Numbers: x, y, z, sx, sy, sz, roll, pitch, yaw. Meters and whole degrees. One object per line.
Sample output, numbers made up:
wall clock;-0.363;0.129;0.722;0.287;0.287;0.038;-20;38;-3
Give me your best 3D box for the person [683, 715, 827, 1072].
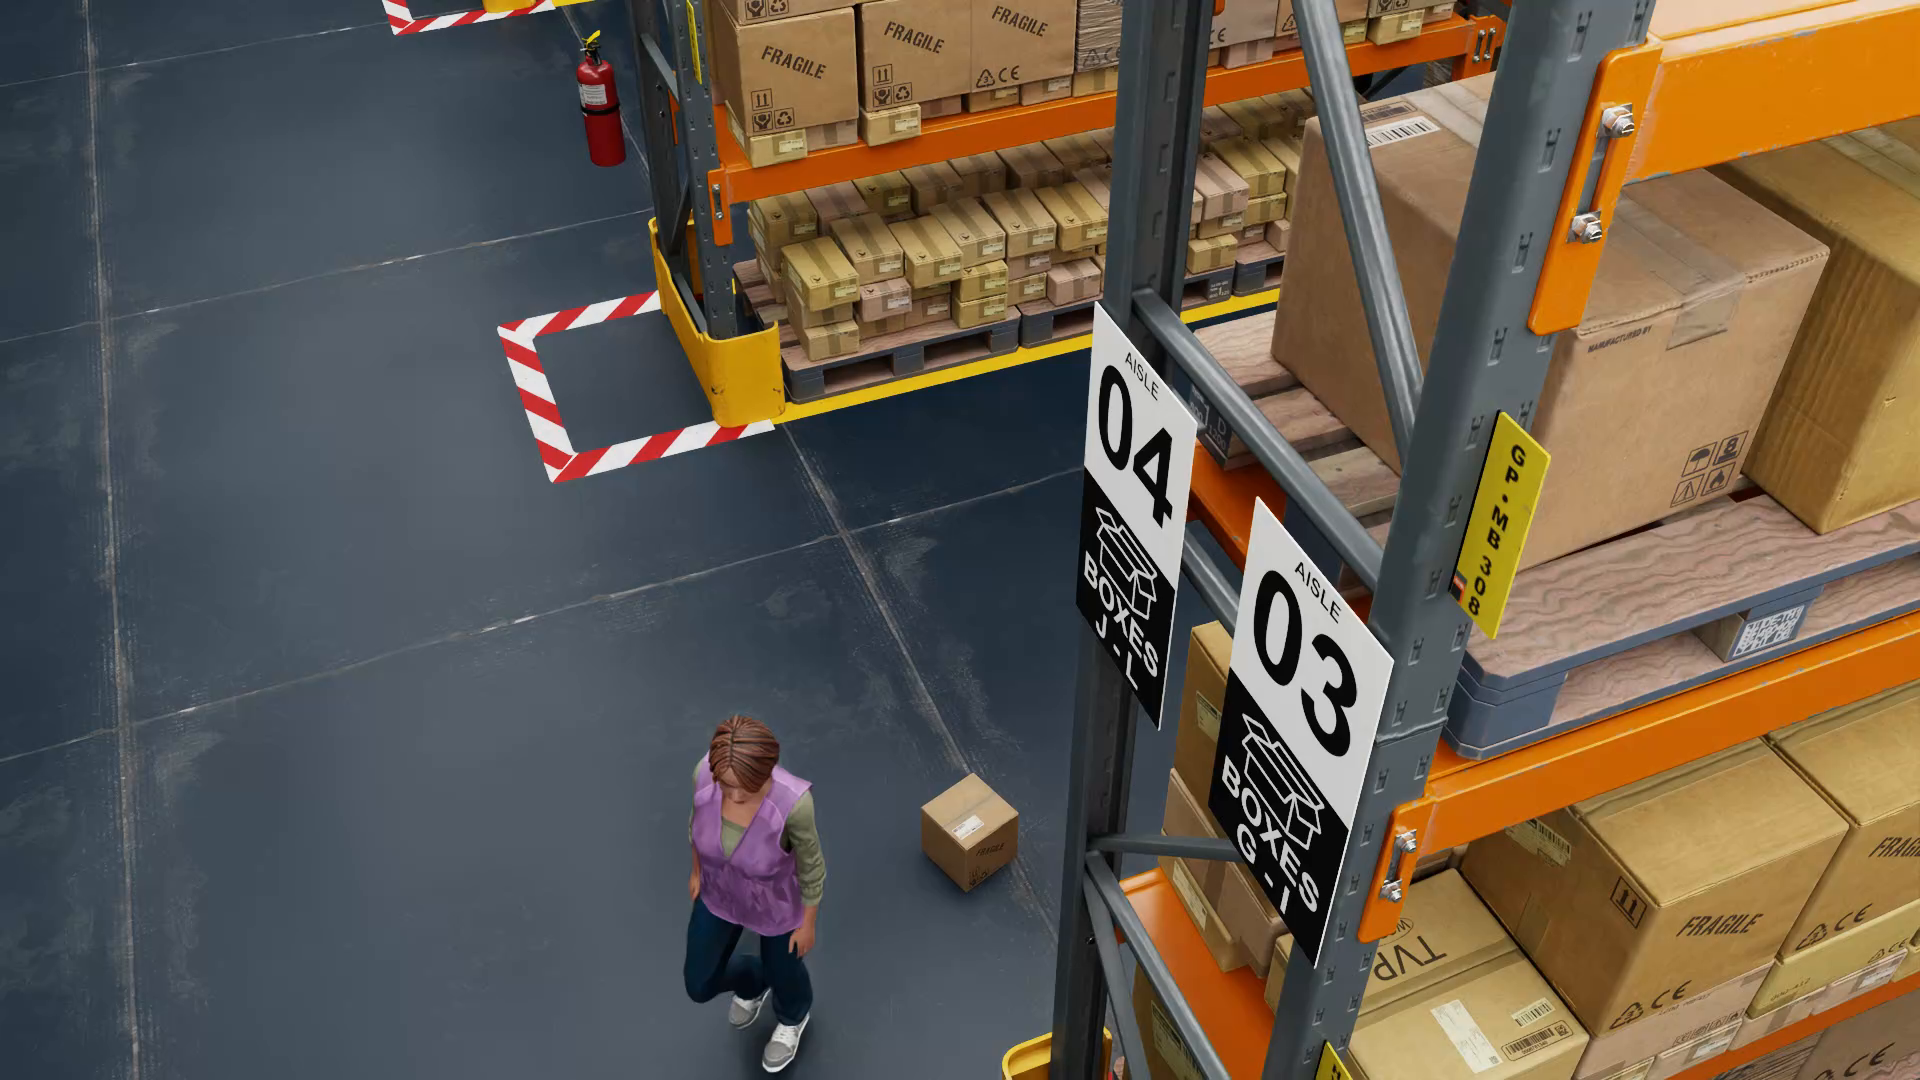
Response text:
person;-0.614;1.081;4.939;0.464;1.592;0.395;14;44;15
